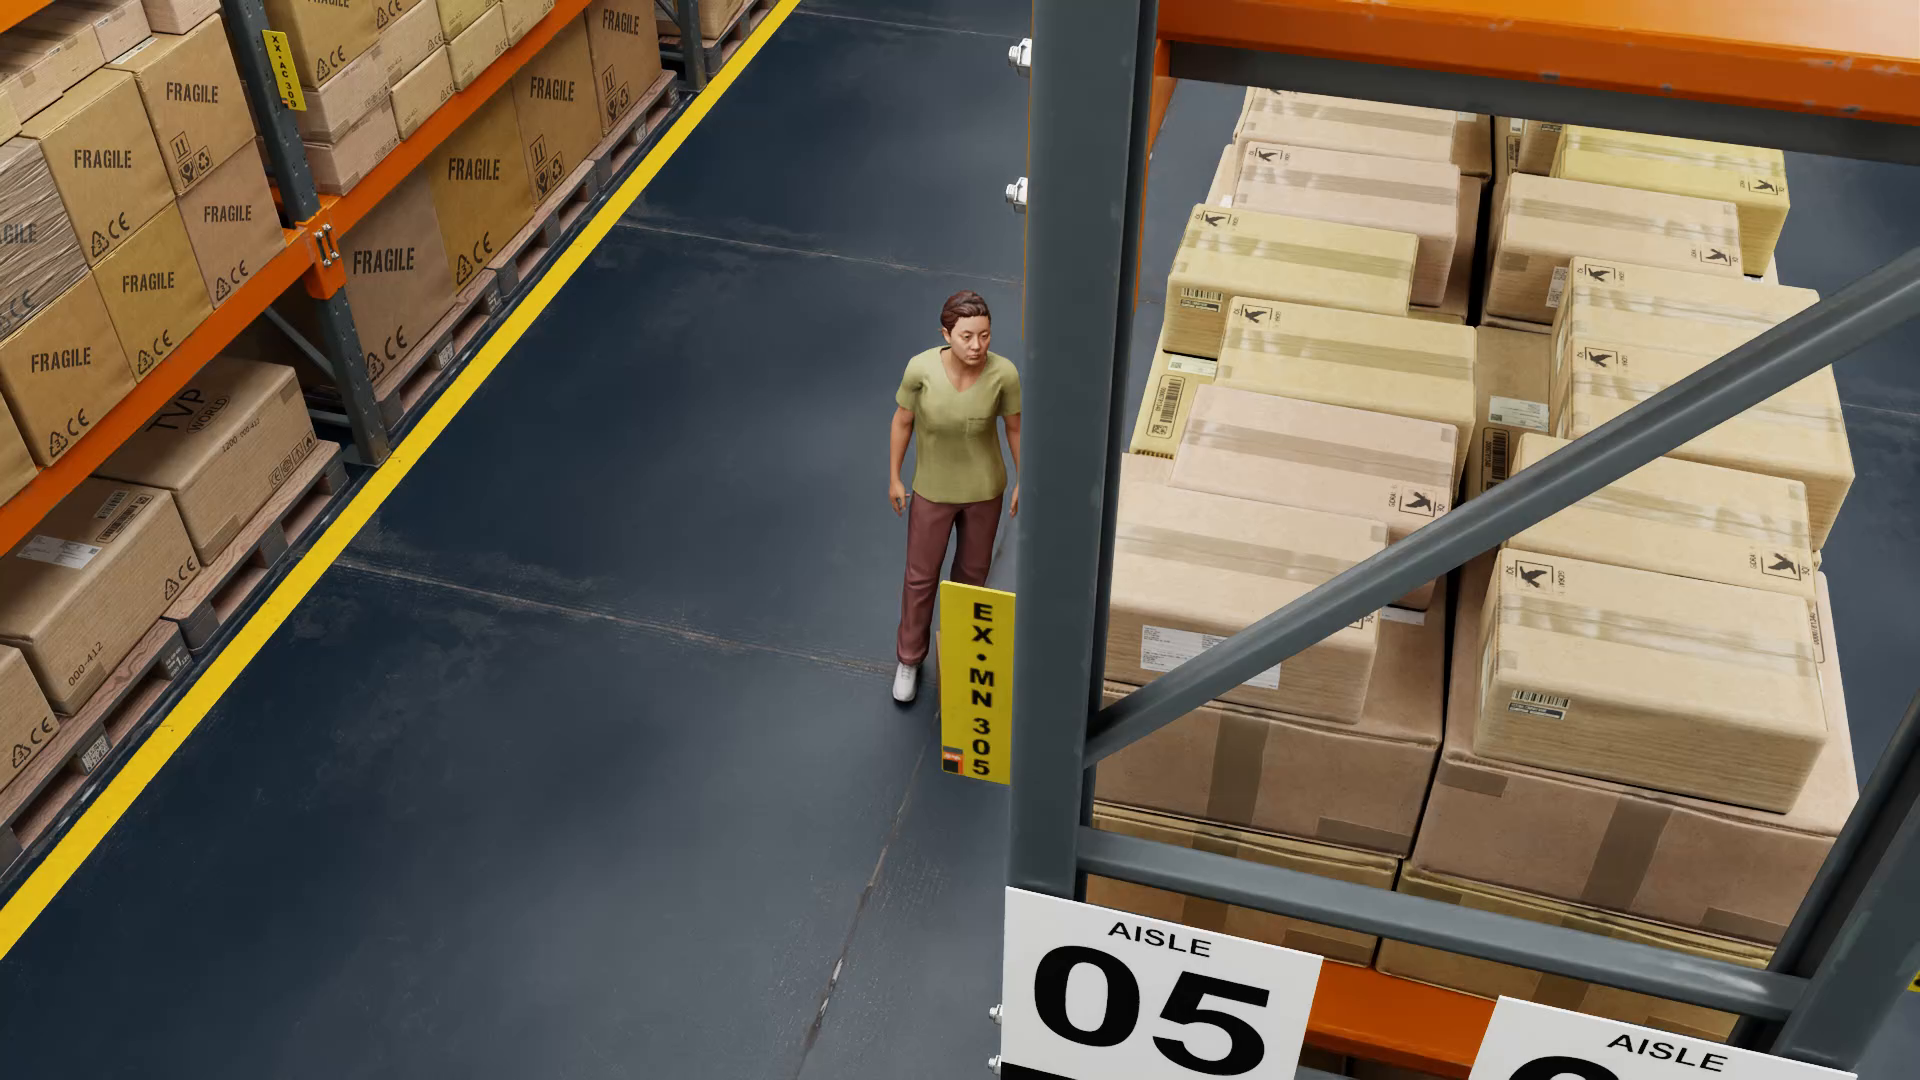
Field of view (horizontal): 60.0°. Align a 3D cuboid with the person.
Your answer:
[{"bbox_3d":[-0.009,-0.153,6.319,0.552,1.675,0.548,-3,41,-3],"label":"person"}]
